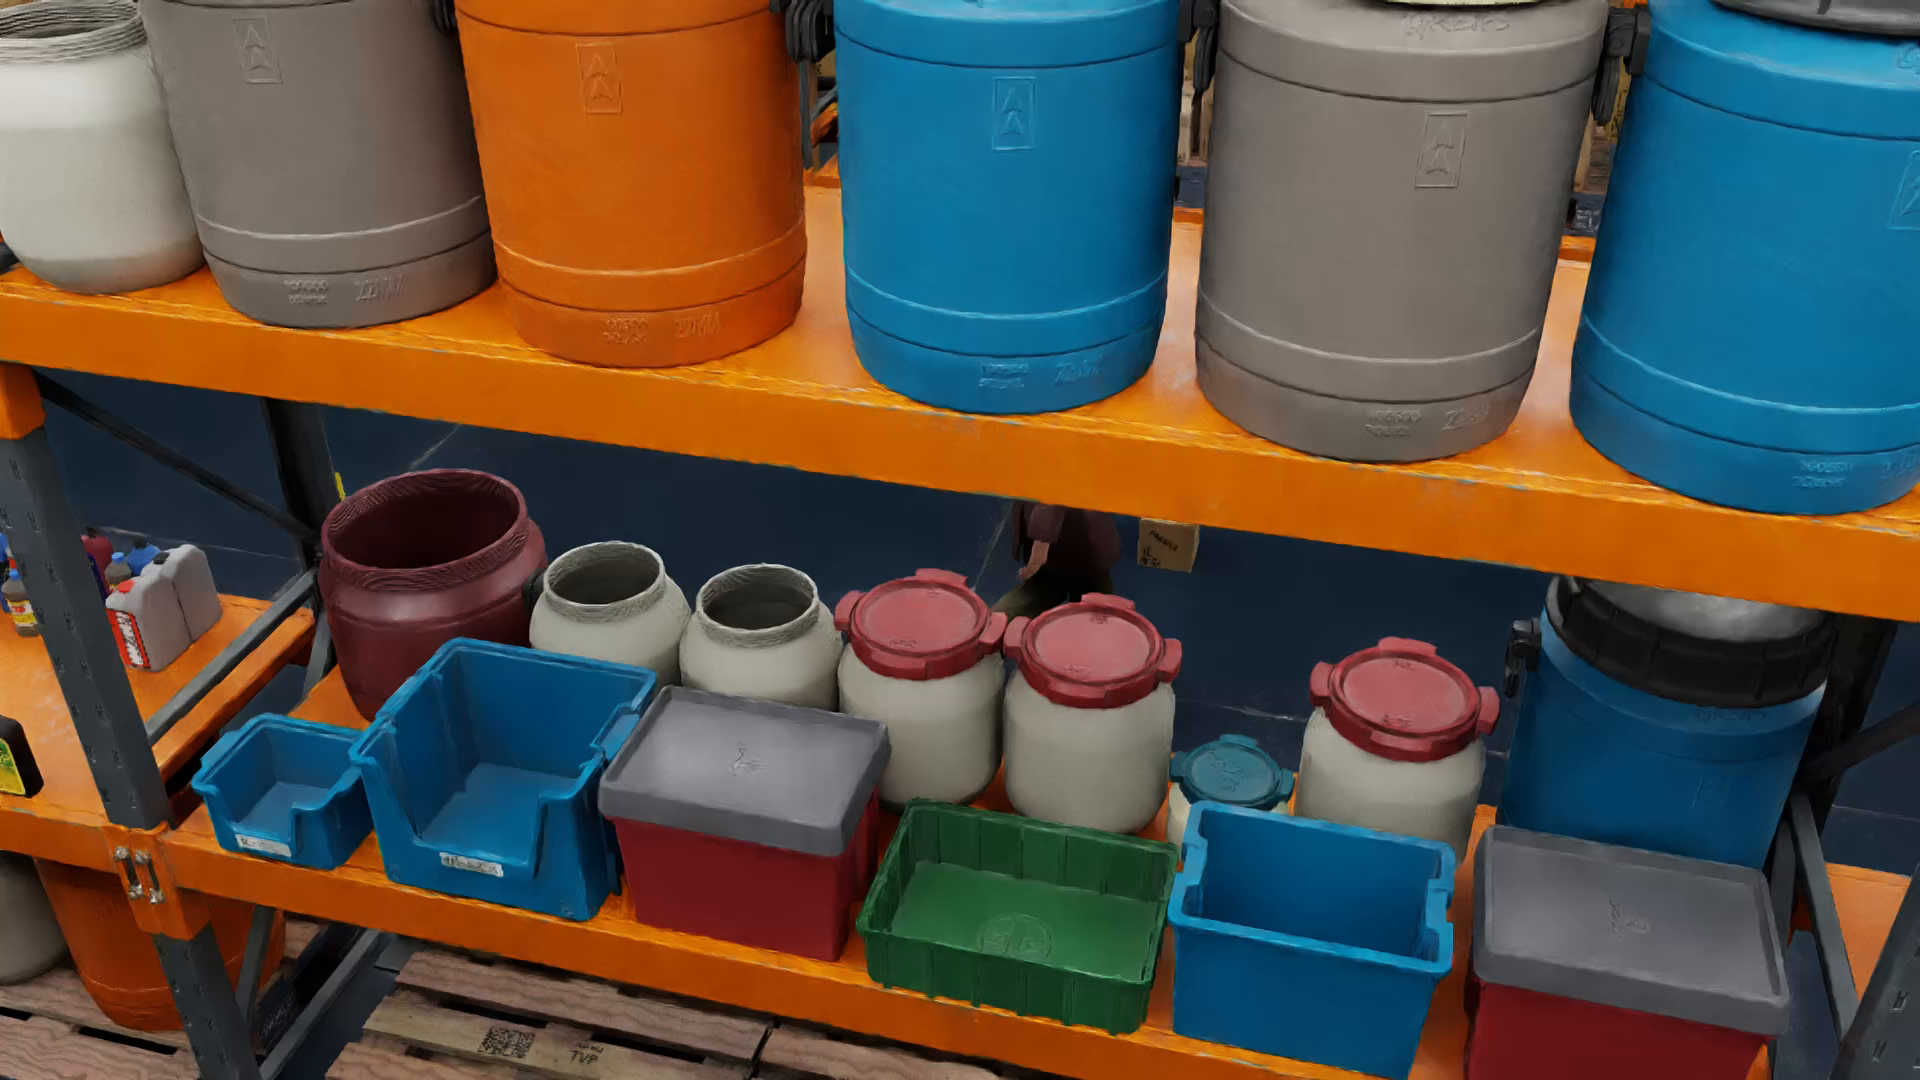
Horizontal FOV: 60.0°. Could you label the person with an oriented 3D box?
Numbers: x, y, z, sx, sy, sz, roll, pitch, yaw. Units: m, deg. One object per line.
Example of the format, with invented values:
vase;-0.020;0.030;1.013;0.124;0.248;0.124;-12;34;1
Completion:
person;0.332;-0.130;6.377;0.947;1.745;0.659;-10;34;-15
